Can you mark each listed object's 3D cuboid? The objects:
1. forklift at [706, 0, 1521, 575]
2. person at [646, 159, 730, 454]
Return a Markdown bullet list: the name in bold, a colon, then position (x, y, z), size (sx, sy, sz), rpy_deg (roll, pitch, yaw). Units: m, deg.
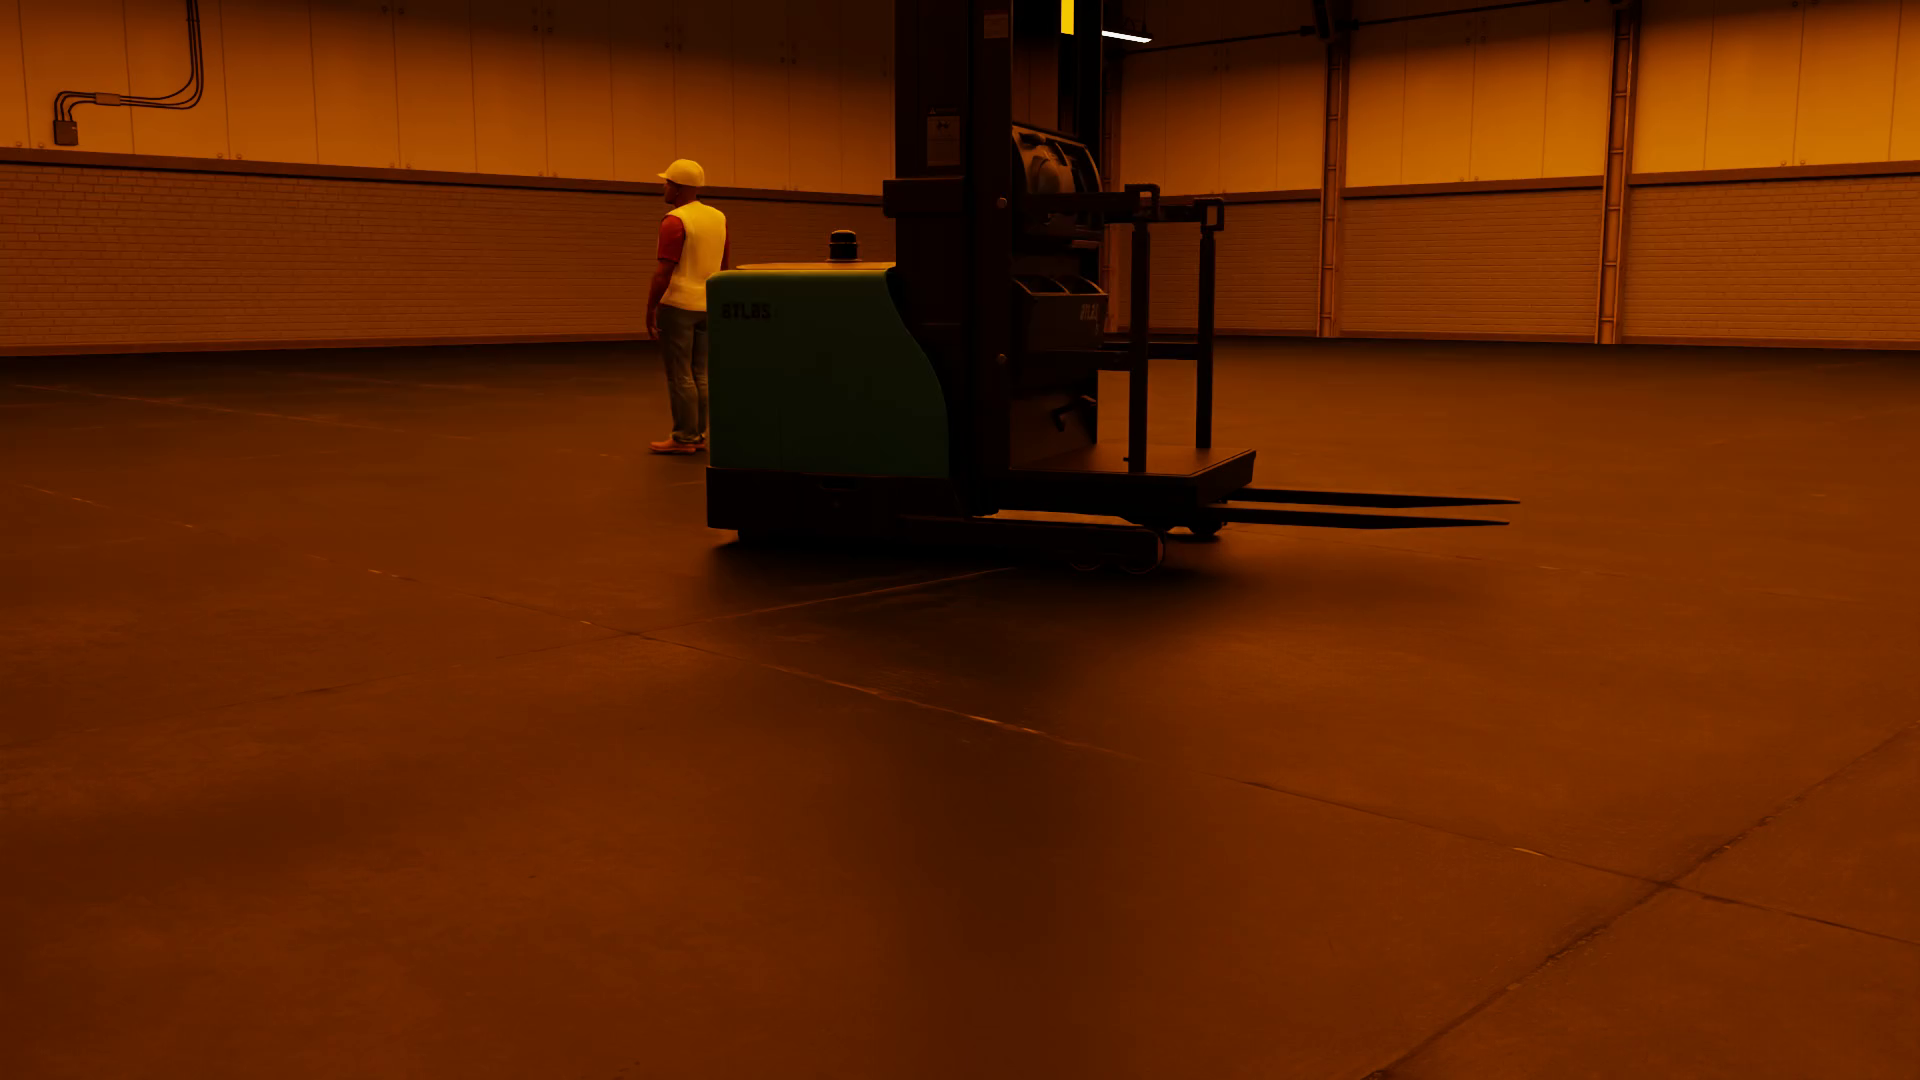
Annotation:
- **forklift**: position (0.565, -1.416, 6.275), size (3.031, 2.935, 1.130), rpy_deg (3, 9, 22)
- **person**: position (-1.731, -1.417, 10.156), size (0.570, 1.767, 0.665), rpy_deg (5, 10, 28)
